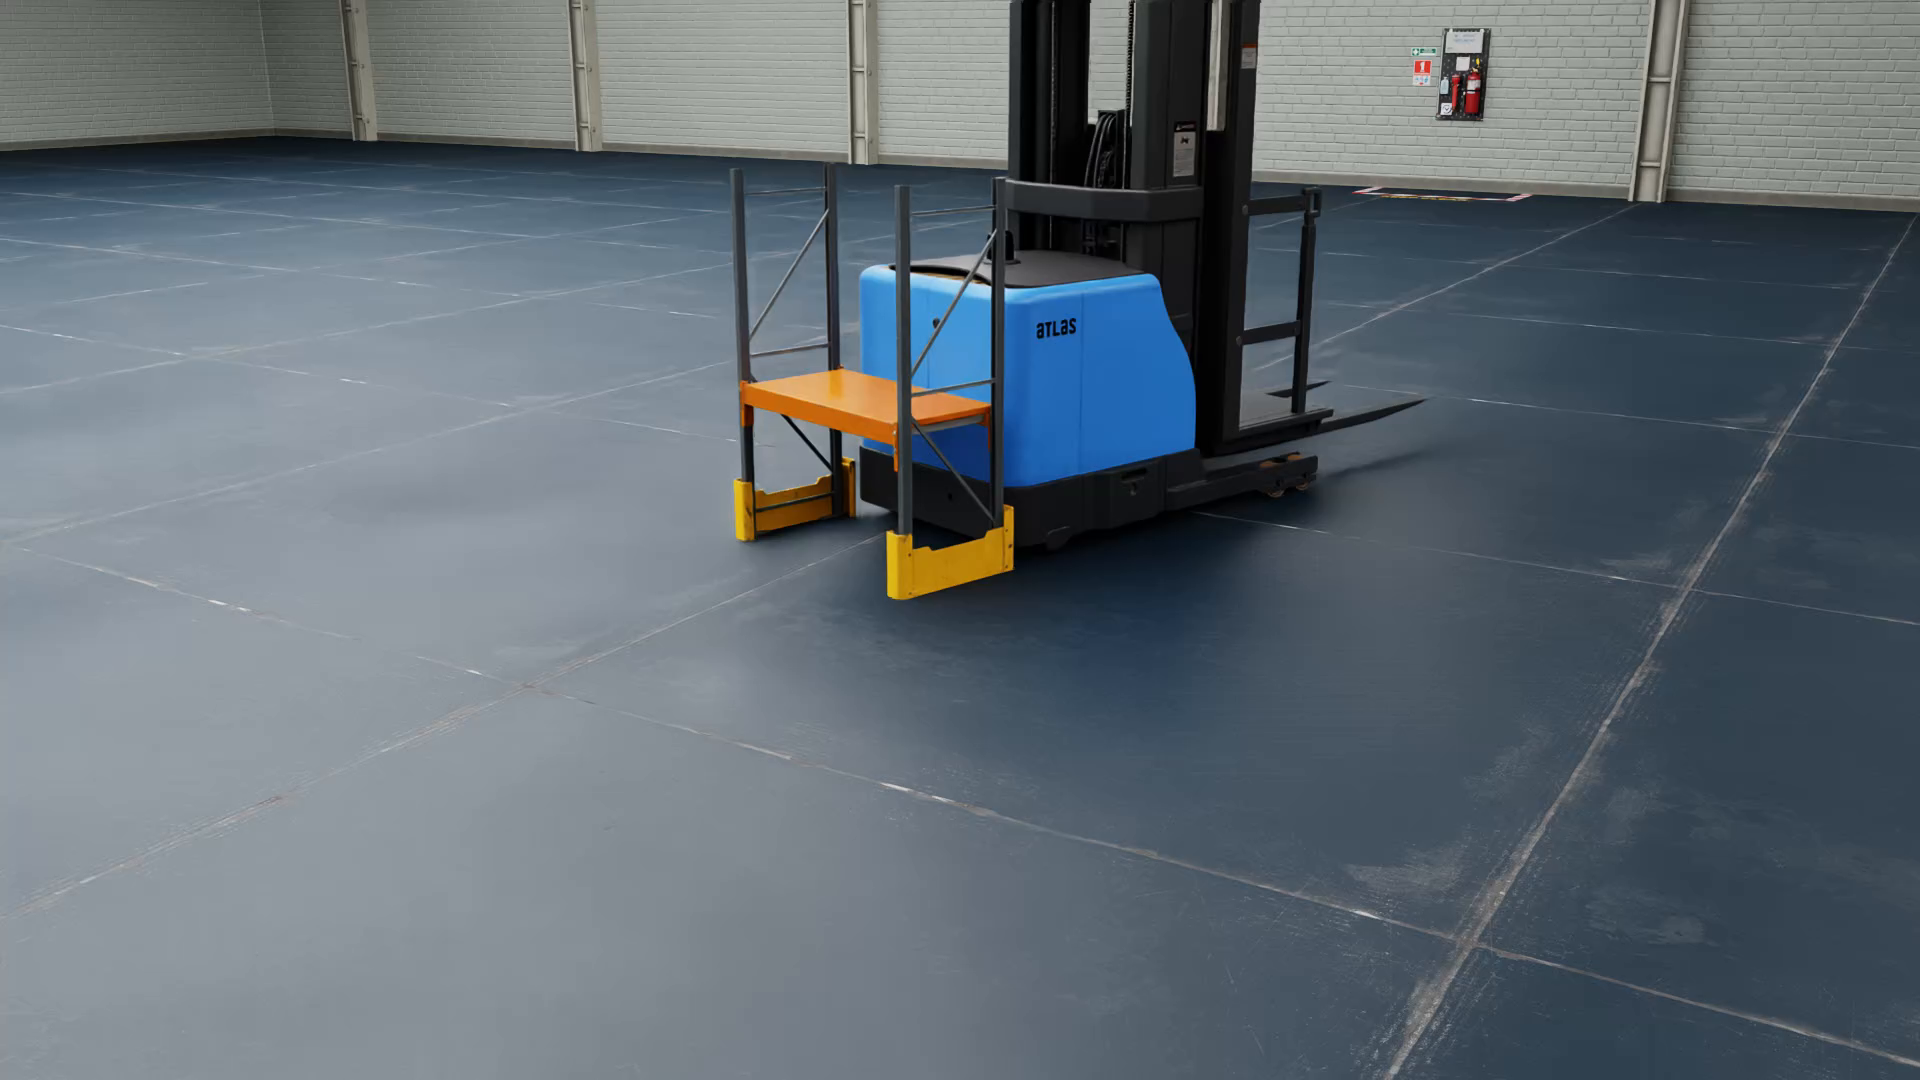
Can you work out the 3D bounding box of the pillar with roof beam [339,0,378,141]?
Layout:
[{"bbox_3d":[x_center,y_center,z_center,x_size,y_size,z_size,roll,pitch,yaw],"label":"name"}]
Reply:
[{"bbox_3d":[-14.042,-11.170,28.171,0.400,9.000,9.100,10,20,30],"label":"pillar with roof beam"}]

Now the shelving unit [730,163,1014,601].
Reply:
[{"bbox_3d":[-0.360,-0.664,6.488,0.587,1.500,1.083,-14,22,-39],"label":"shelving unit"}]

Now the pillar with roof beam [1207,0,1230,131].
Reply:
[{"bbox_3d":[1.297,-8.432,19.158,0.400,9.000,9.100,10,20,30],"label":"pillar with roof beam"}]

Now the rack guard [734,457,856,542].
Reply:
[{"bbox_3d":[-0.690,-0.175,7.027,0.587,0.250,0.087,-14,22,-39],"label":"rack guard"}]

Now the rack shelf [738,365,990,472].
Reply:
[{"bbox_3d":[-0.366,-0.494,6.547,0.538,0.185,1.000,-14,22,-39],"label":"rack shelf"}]

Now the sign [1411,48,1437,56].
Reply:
[{"bbox_3d":[6.158,-6.478,22.073,0.331,0.109,0.001,10,20,30],"label":"sign"}]

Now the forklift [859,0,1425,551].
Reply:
[{"bbox_3d":[1.010,-1.694,7.415,3.031,2.935,1.130,-14,22,-39],"label":"forklift"}]

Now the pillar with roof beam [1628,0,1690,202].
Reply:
[{"bbox_3d":[6.409,-7.520,16.153,0.400,9.000,9.100,10,20,30],"label":"pillar with roof beam"}]

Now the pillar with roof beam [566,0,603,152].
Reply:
[{"bbox_3d":[-8.929,-10.257,25.167,0.400,9.000,9.100,10,20,30],"label":"pillar with roof beam"}]

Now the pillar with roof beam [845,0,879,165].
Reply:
[{"bbox_3d":[-3.816,-9.345,22.162,0.400,9.000,9.100,10,20,30],"label":"pillar with roof beam"}]

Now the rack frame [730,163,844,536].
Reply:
[{"bbox_3d":[-0.703,-0.777,6.859,0.500,1.500,0.032,-14,22,-39],"label":"rack frame"}]

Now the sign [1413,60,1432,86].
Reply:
[{"bbox_3d":[6.159,-6.227,22.160,0.234,0.329,0.001,10,20,30],"label":"sign"}]

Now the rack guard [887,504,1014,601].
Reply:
[{"bbox_3d":[-0.031,0.042,6.312,0.587,0.250,0.087,-14,22,-39],"label":"rack guard"}]

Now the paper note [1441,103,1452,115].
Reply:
[{"bbox_3d":[6.462,-5.723,22.077,0.142,0.148,0.016,10,20,30],"label":"paper note"}]

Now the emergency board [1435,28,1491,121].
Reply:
[{"bbox_3d":[6.576,-6.101,21.804,0.643,1.169,0.194,10,20,30],"label":"emergency board"}]

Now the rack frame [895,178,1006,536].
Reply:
[{"bbox_3d":[-0.030,-0.556,6.130,0.500,1.500,0.032,-14,22,-39],"label":"rack frame"}]
